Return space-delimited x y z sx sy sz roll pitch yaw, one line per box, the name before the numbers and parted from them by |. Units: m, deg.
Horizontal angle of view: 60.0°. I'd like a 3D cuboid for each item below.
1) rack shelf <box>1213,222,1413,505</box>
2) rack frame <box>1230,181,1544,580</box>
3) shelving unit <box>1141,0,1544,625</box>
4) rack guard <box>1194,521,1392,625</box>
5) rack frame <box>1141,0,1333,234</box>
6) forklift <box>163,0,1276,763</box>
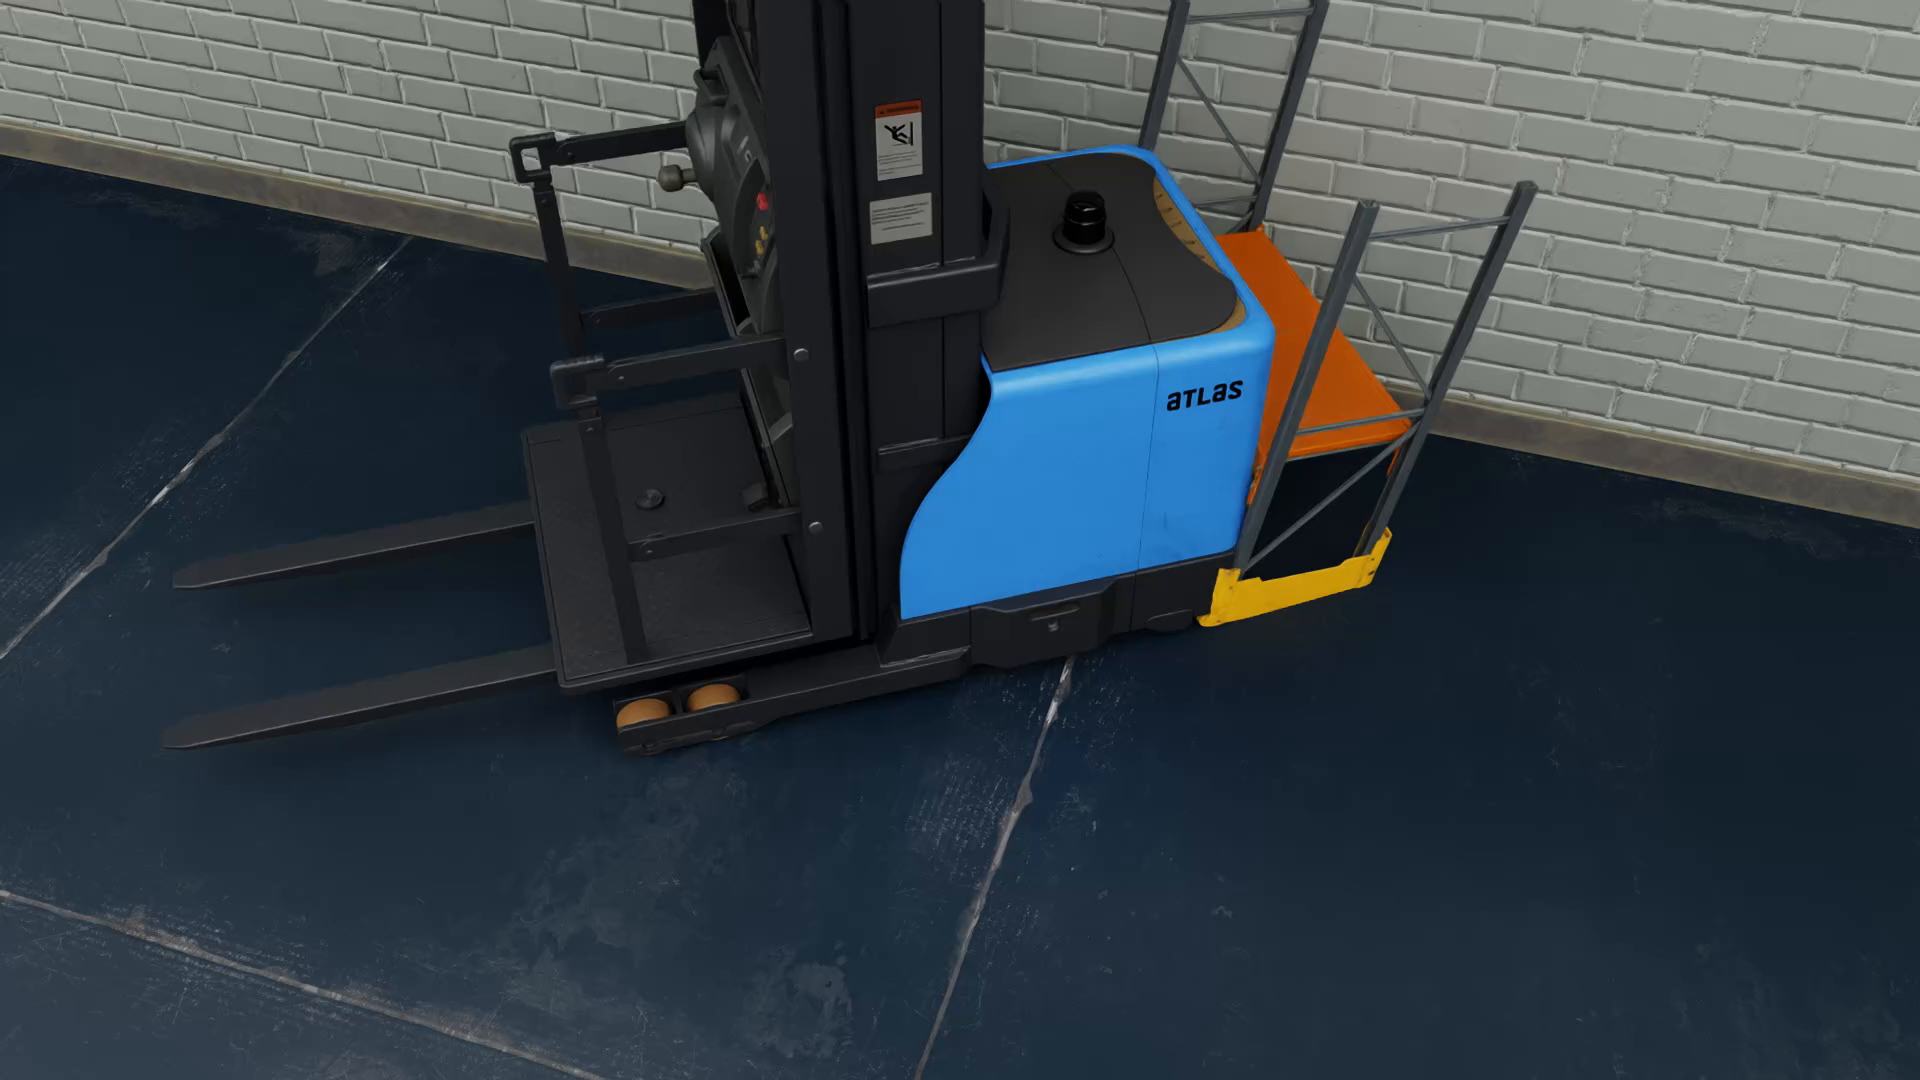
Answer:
rack shelf | 0.889 -0.556 4.976 0.538 0.185 1.000 -10 49 -20
rack frame | 1.090 -0.318 4.535 0.500 1.500 0.032 -10 49 -20
shelving unit | 0.912 -0.686 4.853 0.587 1.500 1.083 -10 49 -20
rack guard | 0.995 0.096 4.994 0.587 0.250 0.087 -10 49 -20
rack frame | 0.740 -1.041 5.159 0.500 1.500 0.032 -10 49 -20
forklift | -0.735 -0.853 4.026 3.031 2.935 1.130 -12 46 -12
